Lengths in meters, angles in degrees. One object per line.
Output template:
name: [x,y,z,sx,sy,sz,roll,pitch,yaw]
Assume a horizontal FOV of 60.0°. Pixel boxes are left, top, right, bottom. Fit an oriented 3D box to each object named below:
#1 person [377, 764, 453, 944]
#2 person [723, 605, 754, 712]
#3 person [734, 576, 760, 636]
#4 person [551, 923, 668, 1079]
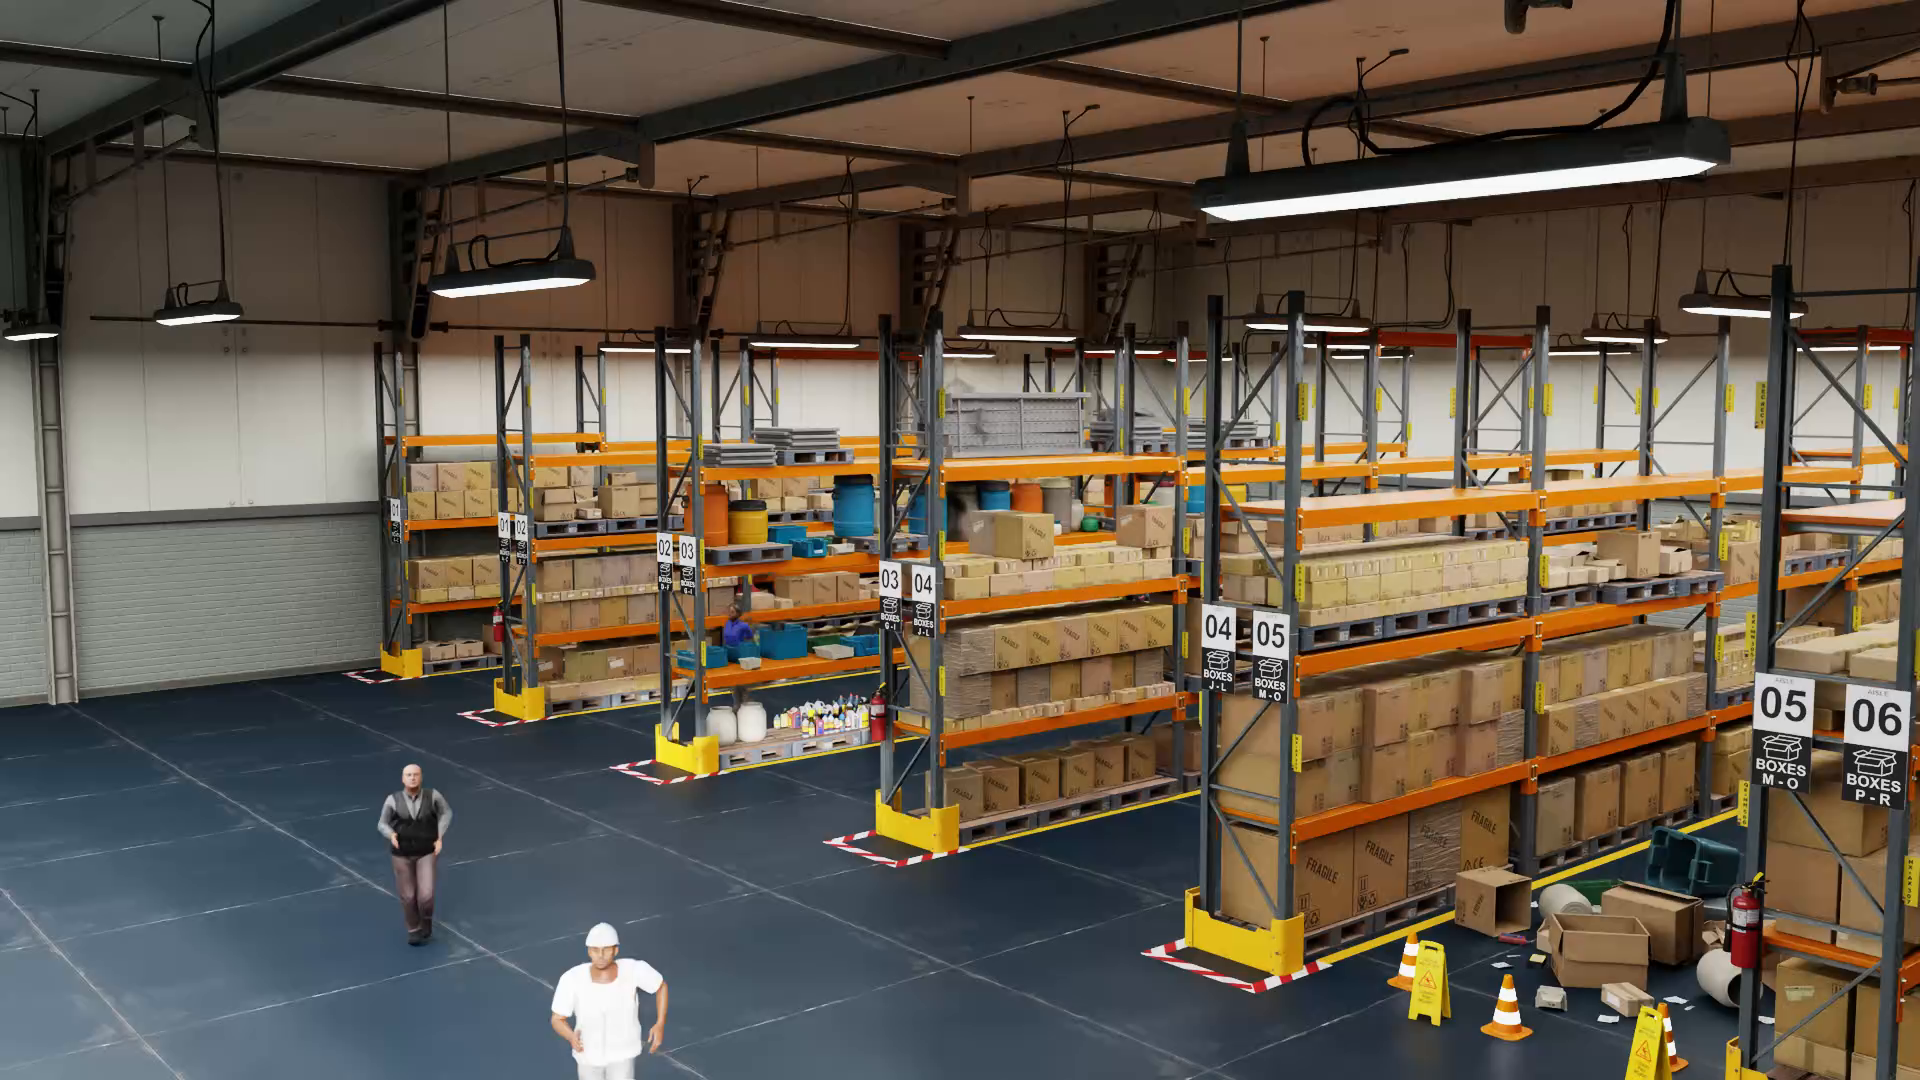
person: [-5.040,2.925,15.409,0.668,1.683,0.569,-2,5,-17]
person: [-3.362,1.781,25.285,0.561,1.623,0.515,3,6,33]
person: [-4.055,1.454,31.557,0.666,1.676,0.685,4,7,39]
person: [-2.243,3.338,10.626,0.718,1.815,0.722,0,5,-4]
